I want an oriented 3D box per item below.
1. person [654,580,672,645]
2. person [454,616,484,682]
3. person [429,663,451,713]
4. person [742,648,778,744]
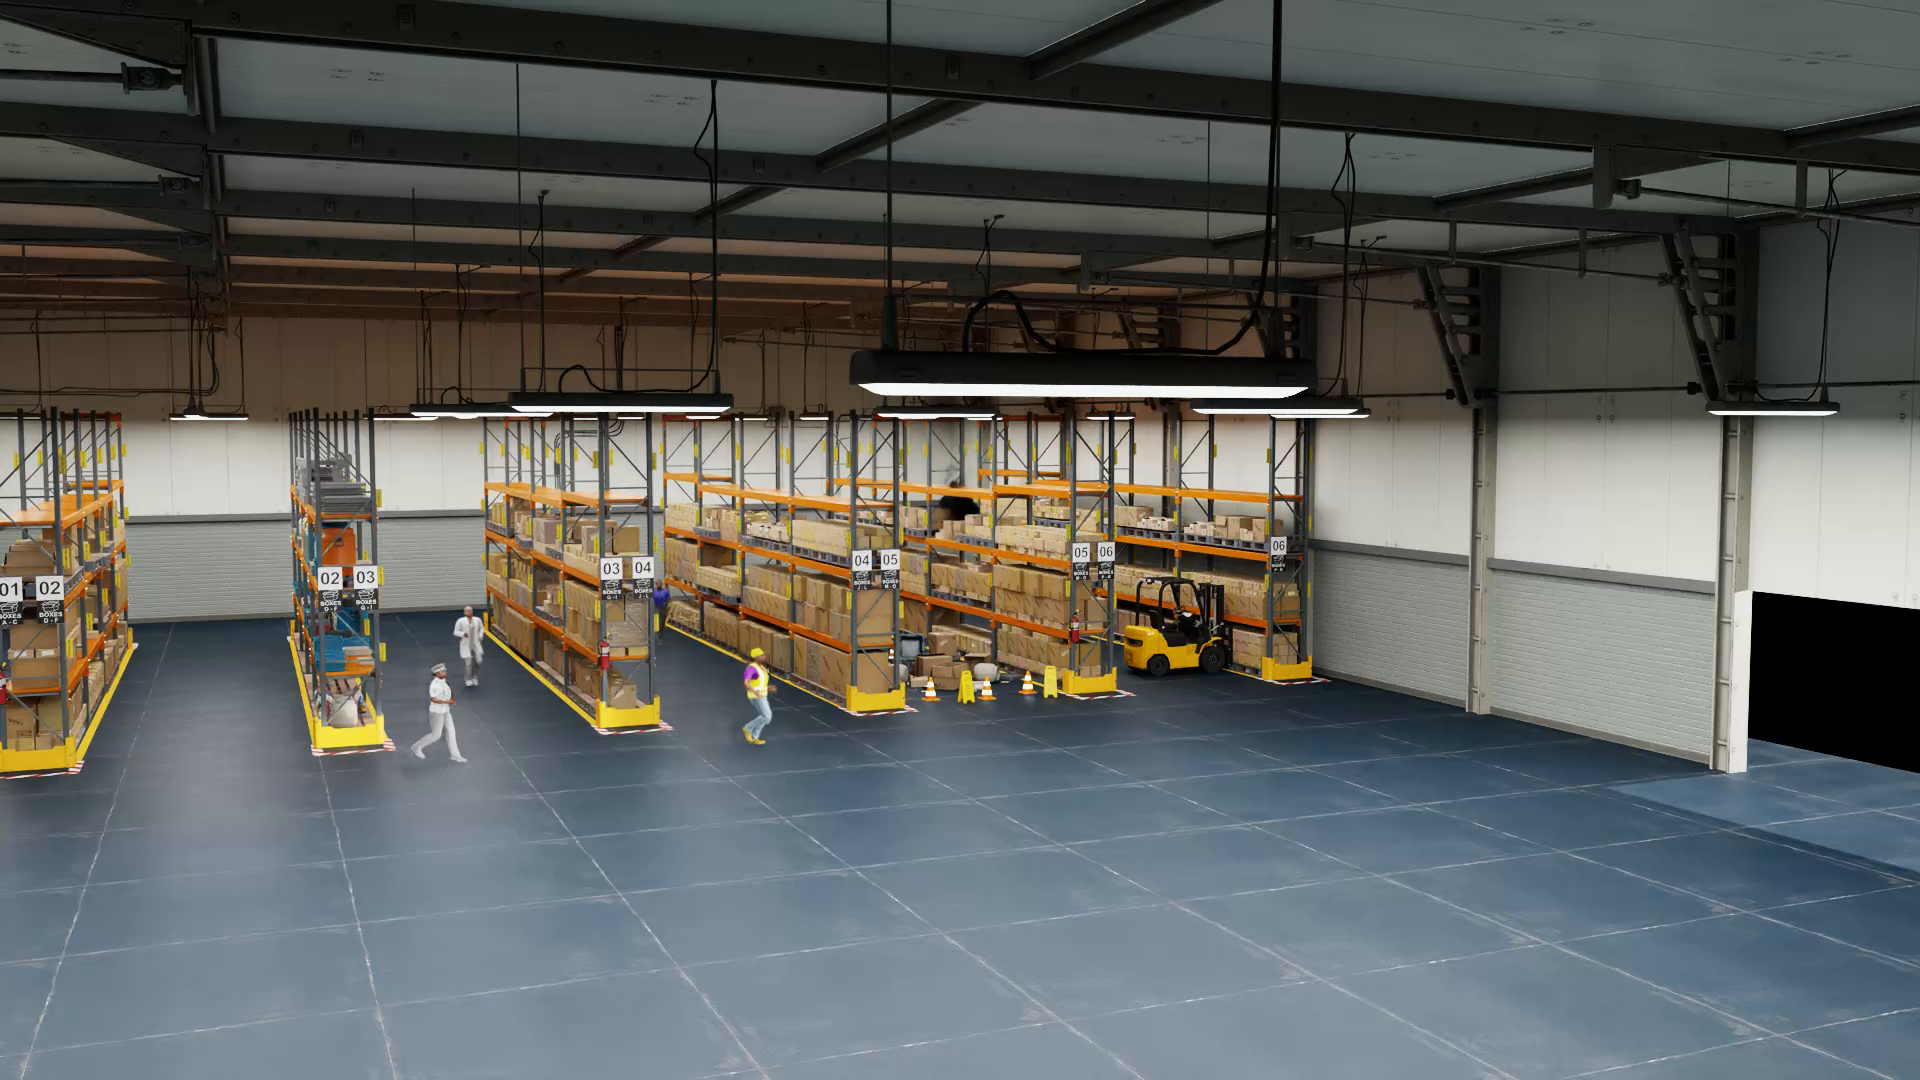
[{"bbox_3d":[-7.823,1.864,43.452,0.571,1.667,0.843,-1,4,-18],"label":"person"},{"bbox_3d":[-10.635,2.371,36.156,0.694,1.464,0.558,-2,5,-31],"label":"person"},{"bbox_3d":[-8.761,2.473,27.930,0.404,0.831,0.553,0,4,3],"label":"person"},{"bbox_3d":[-3.570,2.783,29.597,0.571,1.720,0.675,1,4,9],"label":"person"}]
